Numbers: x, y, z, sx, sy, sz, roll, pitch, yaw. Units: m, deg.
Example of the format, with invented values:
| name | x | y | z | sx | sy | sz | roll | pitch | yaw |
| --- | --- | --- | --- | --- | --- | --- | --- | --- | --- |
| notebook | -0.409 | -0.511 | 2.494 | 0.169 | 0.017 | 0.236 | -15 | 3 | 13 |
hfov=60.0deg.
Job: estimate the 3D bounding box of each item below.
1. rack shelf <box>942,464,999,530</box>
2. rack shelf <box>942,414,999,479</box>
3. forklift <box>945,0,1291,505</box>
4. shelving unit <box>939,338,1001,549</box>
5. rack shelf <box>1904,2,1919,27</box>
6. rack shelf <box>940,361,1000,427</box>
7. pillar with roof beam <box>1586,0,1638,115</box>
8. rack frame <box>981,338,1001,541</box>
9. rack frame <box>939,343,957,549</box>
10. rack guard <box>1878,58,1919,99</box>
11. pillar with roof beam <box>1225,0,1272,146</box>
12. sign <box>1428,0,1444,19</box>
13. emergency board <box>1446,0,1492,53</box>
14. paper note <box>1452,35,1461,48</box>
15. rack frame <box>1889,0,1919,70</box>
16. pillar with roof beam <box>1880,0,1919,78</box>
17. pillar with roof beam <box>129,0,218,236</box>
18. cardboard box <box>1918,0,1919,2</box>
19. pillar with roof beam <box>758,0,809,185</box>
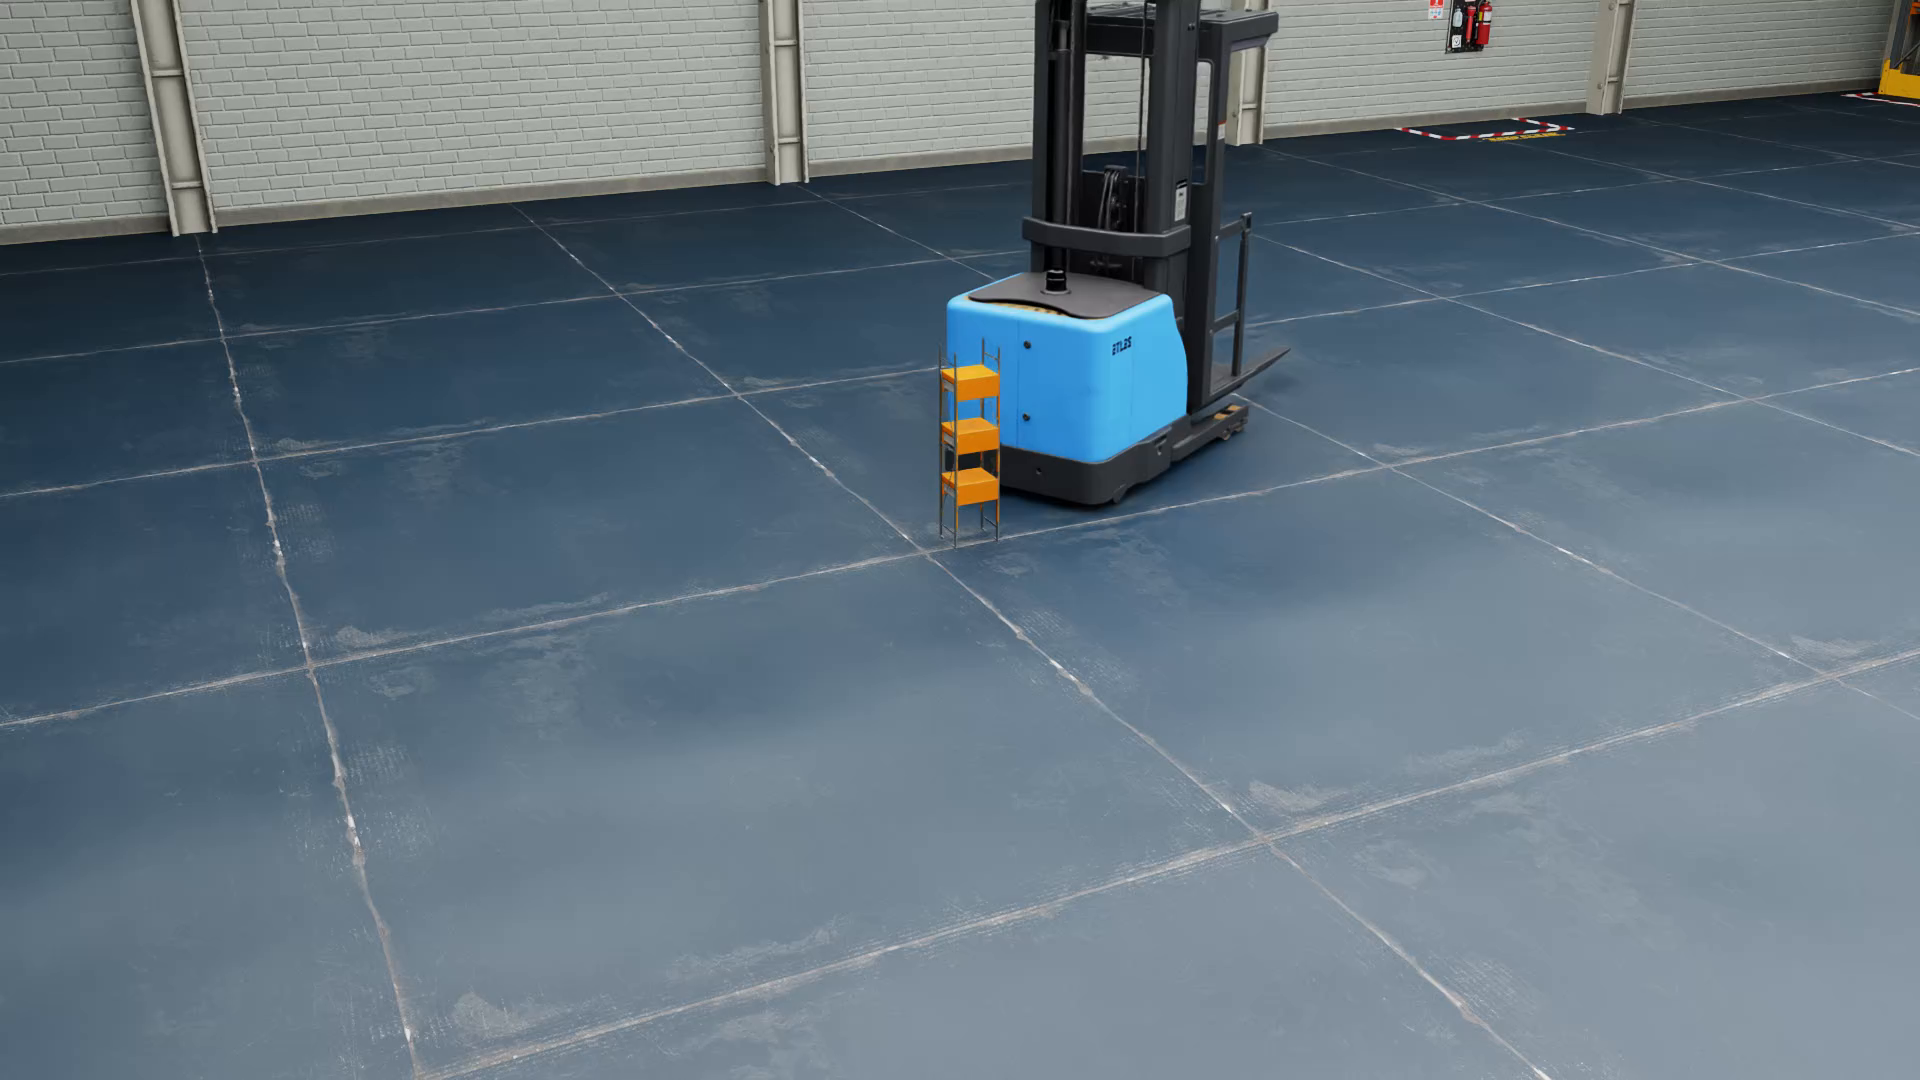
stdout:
| name | x | y | z | sx | sy | sz | roll | pitch | yaw |
| --- | --- | --- | --- | --- | --- | --- | --- | --- | --- |
| rack shelf | 0.048 | -0.227 | 8.681 | 0.240 | 0.259 | 0.215 | -10 | 25 | -24 |
| rack shelf | 0.048 | -0.484 | 8.575 | 0.240 | 0.259 | 0.215 | -10 | 25 | -24 |
| forklift | 1.146 | -2.056 | 9.886 | 1.130 | 2.935 | 3.031 | 14 | 26 | 31 |
| shelving unit | 0.048 | -0.494 | 8.571 | 0.252 | 1.050 | 0.215 | -10 | 25 | -24 |
| rack shelf | 15.871 | -7.897 | 24.846 | 4.000 | 0.370 | 1.077 | -10 | 25 | -24 |
| rack shelf | 0.048 | -0.746 | 8.466 | 0.240 | 0.259 | 0.215 | -10 | 25 | -24 |
| pillar with roof beam | 10.785 | -8.605 | 17.772 | 0.400 | 9.000 | 9.100 | -10 | 25 | -24 |
| rack frame | 0.158 | -0.514 | 8.620 | 0.008 | 1.050 | 0.200 | -10 | 25 | -24 |
| rack frame | -0.062 | -0.474 | 8.522 | 0.008 | 1.050 | 0.200 | -10 | 25 | -24 |
| rack guard | 14.137 | -6.755 | 24.416 | 0.348 | 0.500 | 1.175 | -10 | 25 | -24 |
| pillar with roof beam | 5.379 | -7.610 | 15.368 | 0.400 | 9.000 | 9.100 | -10 | 25 | -24 |
| sign | 6.132 | -6.880 | 21.402 | 0.234 | 0.329 | 0.001 | -10 | 25 | -24 |
| emergency board | 6.675 | -6.920 | 21.545 | 0.643 | 1.169 | 0.194 | -10 | 25 | -24 |
| paper note | 6.485 | -6.507 | 21.700 | 0.142 | 0.148 | 0.016 | -10 | 25 | -24 |
| rack frame | 14.069 | -7.898 | 23.907 | 0.127 | 3.000 | 1.000 | -10 | 25 | -24 |
| pillar with roof beam | 16.191 | -9.600 | 20.176 | 0.400 | 9.000 | 9.100 | -10 | 25 | -24 |
| pillar with roof beam | -5.434 | -5.619 | 10.559 | 0.400 | 9.000 | 9.100 | -10 | 25 | -24 |
| cardboard box | 14.406 | -7.982 | 24.281 | 0.500 | 0.250 | 0.500 | -10 | 25 | -23 |
| pillar with roof beam | -0.028 | -6.614 | 12.963 | 0.400 | 9.000 | 9.100 | -10 | 25 | -24 |
